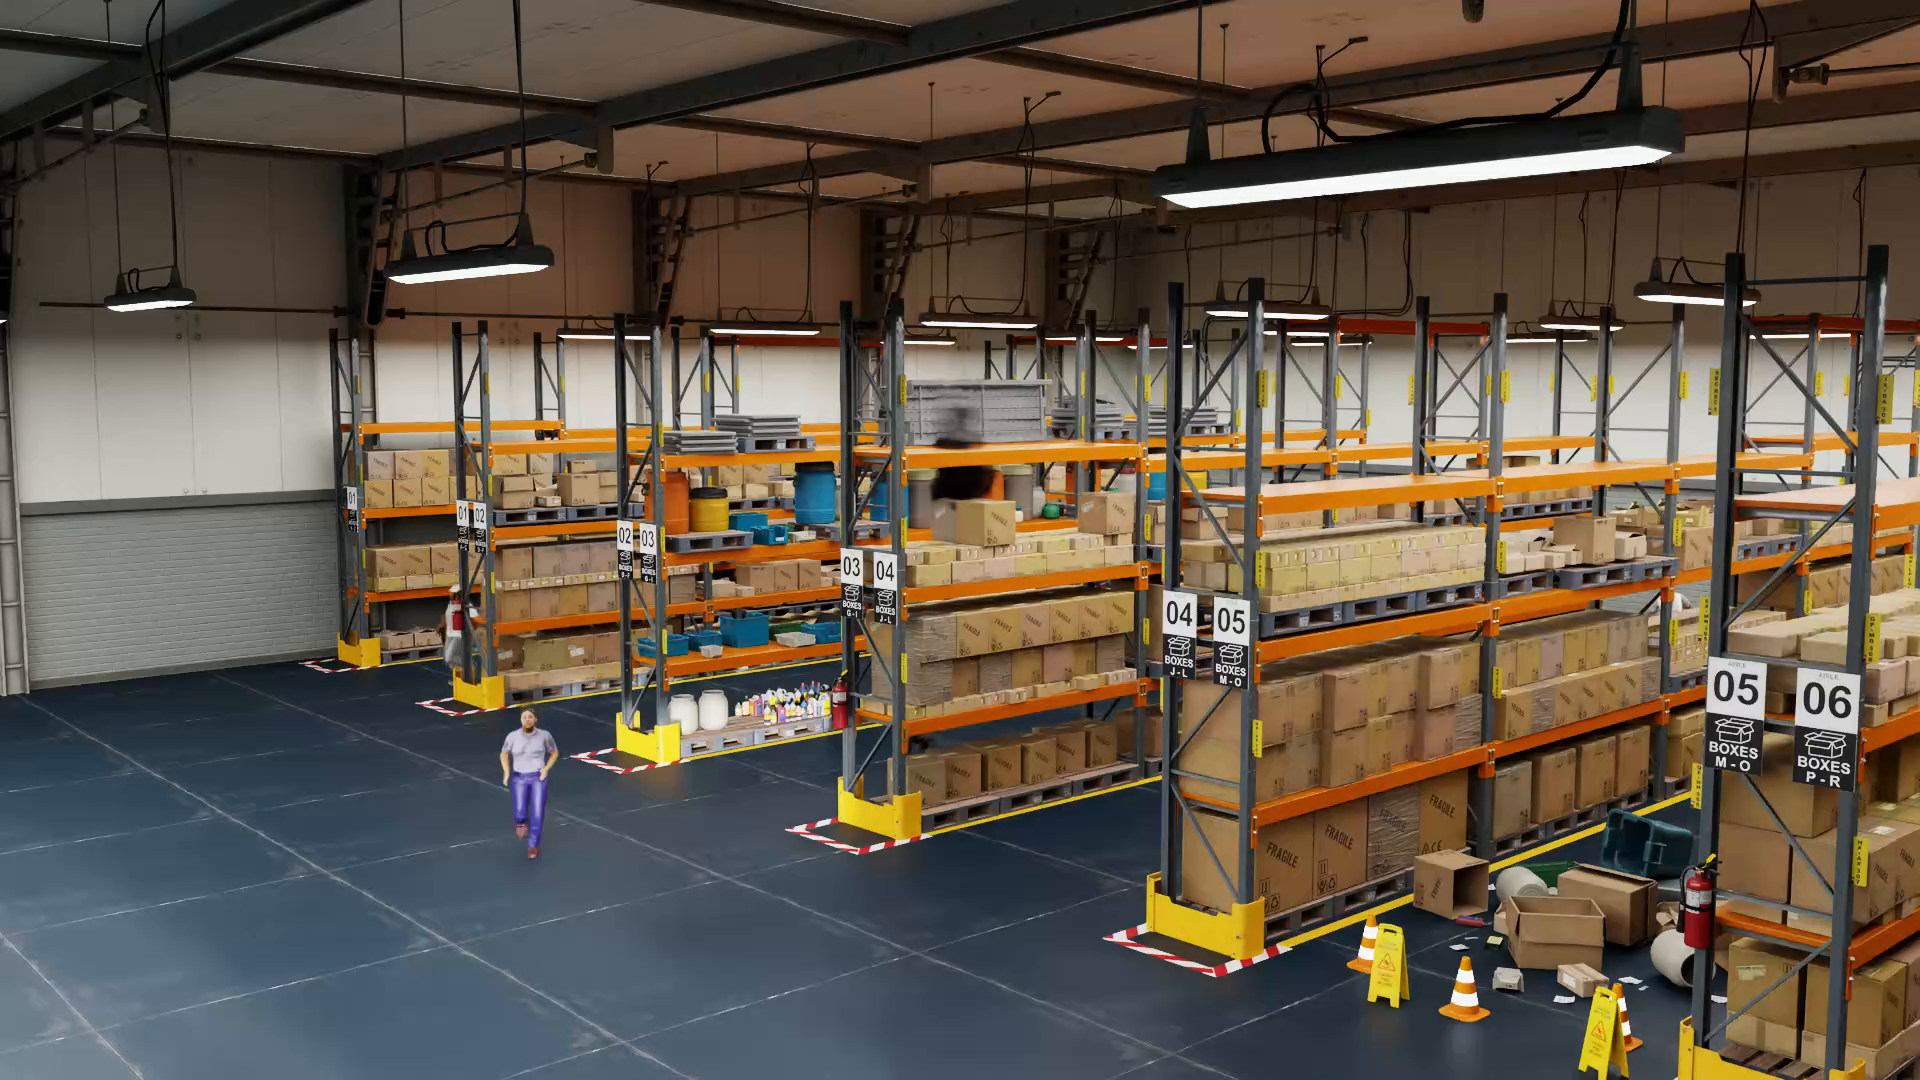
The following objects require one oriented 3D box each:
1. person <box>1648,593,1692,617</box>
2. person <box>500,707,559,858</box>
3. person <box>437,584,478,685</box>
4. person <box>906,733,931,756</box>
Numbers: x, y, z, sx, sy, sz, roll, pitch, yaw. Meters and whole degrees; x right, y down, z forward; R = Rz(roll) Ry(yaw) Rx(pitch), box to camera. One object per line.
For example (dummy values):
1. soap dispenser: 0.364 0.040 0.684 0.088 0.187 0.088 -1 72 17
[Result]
1. person: 12.101 1.513 28.333 0.711 1.703 0.514 2 6 21
2. person: -4.656 2.617 18.015 0.617 1.584 0.552 -1 6 -13
3. person: -8.353 1.581 27.611 0.750 1.704 0.537 5 7 40
4. person: -0.630 2.178 21.680 0.676 1.689 0.971 4 7 36
